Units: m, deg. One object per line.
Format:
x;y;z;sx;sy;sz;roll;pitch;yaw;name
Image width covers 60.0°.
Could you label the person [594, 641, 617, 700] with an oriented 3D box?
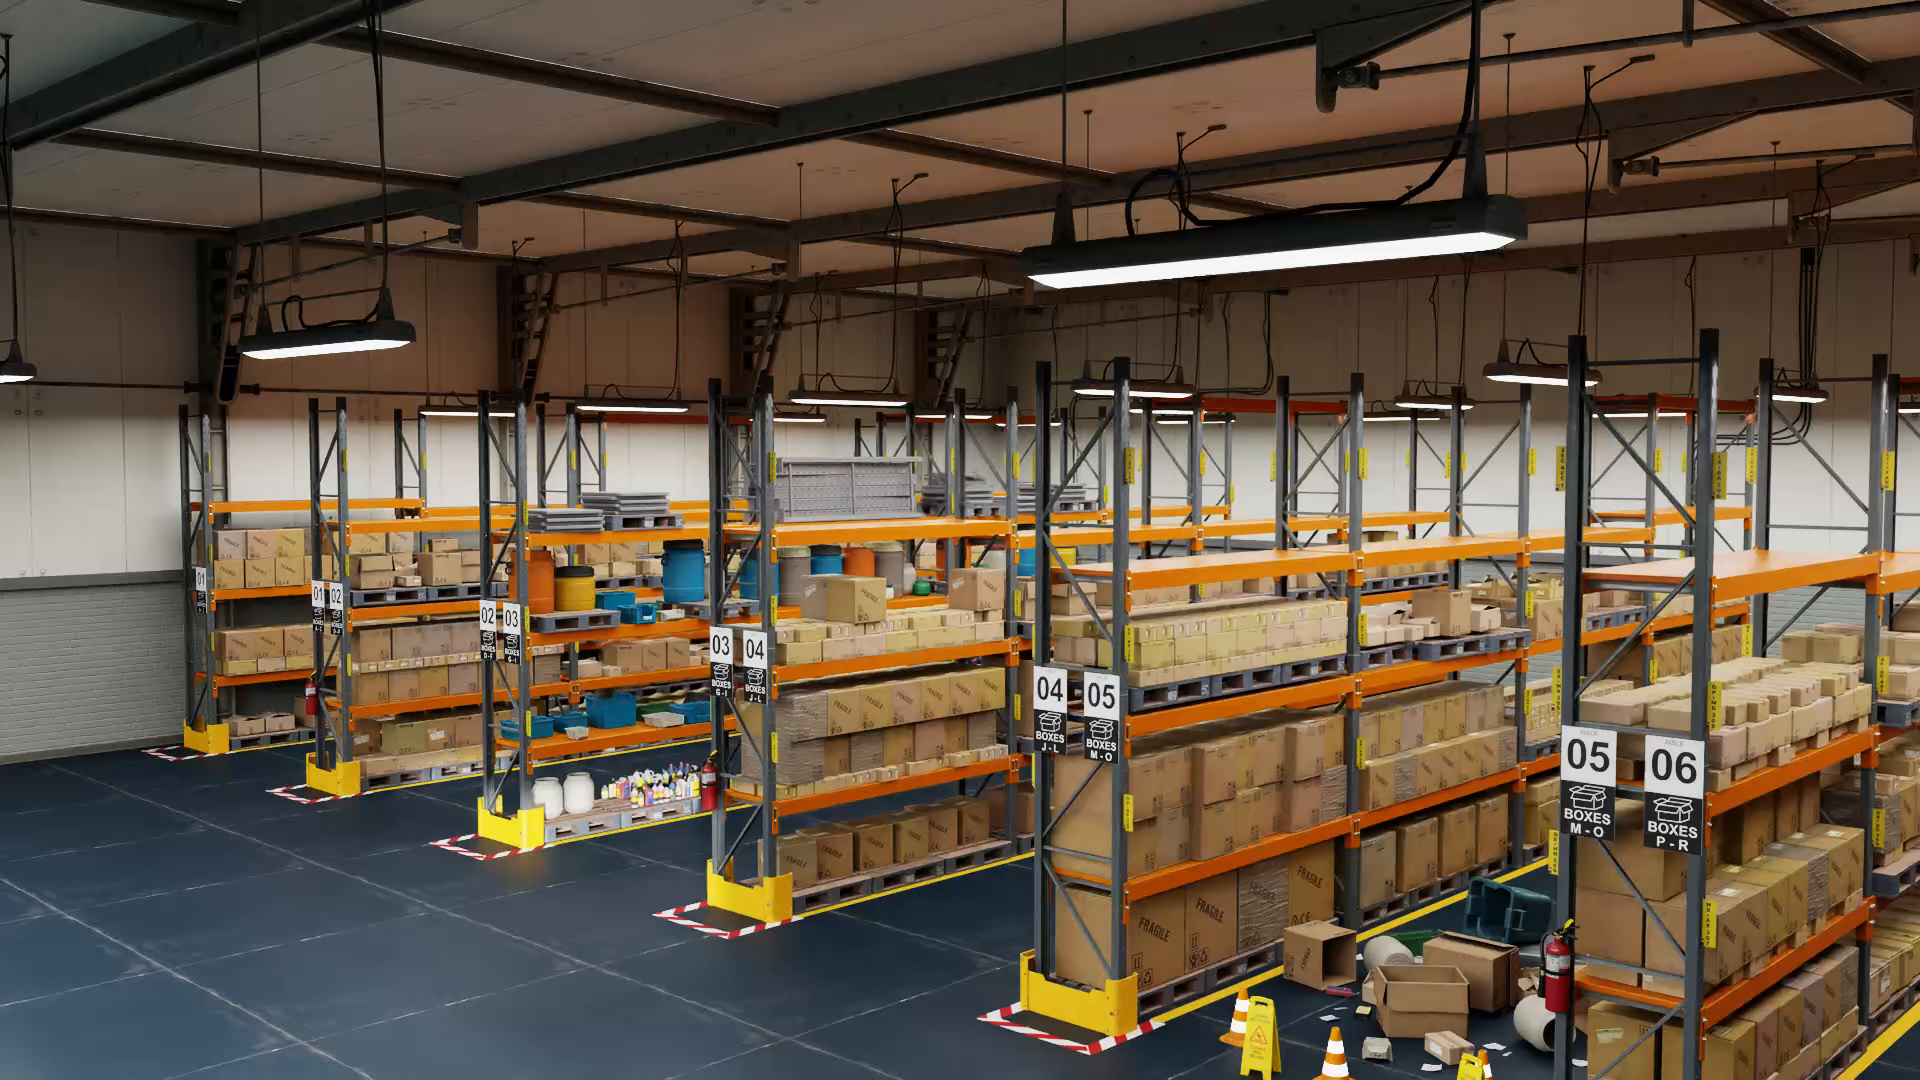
-6.510;2.704;30.723;0.670;1.701;0.687;3;4;43;person
